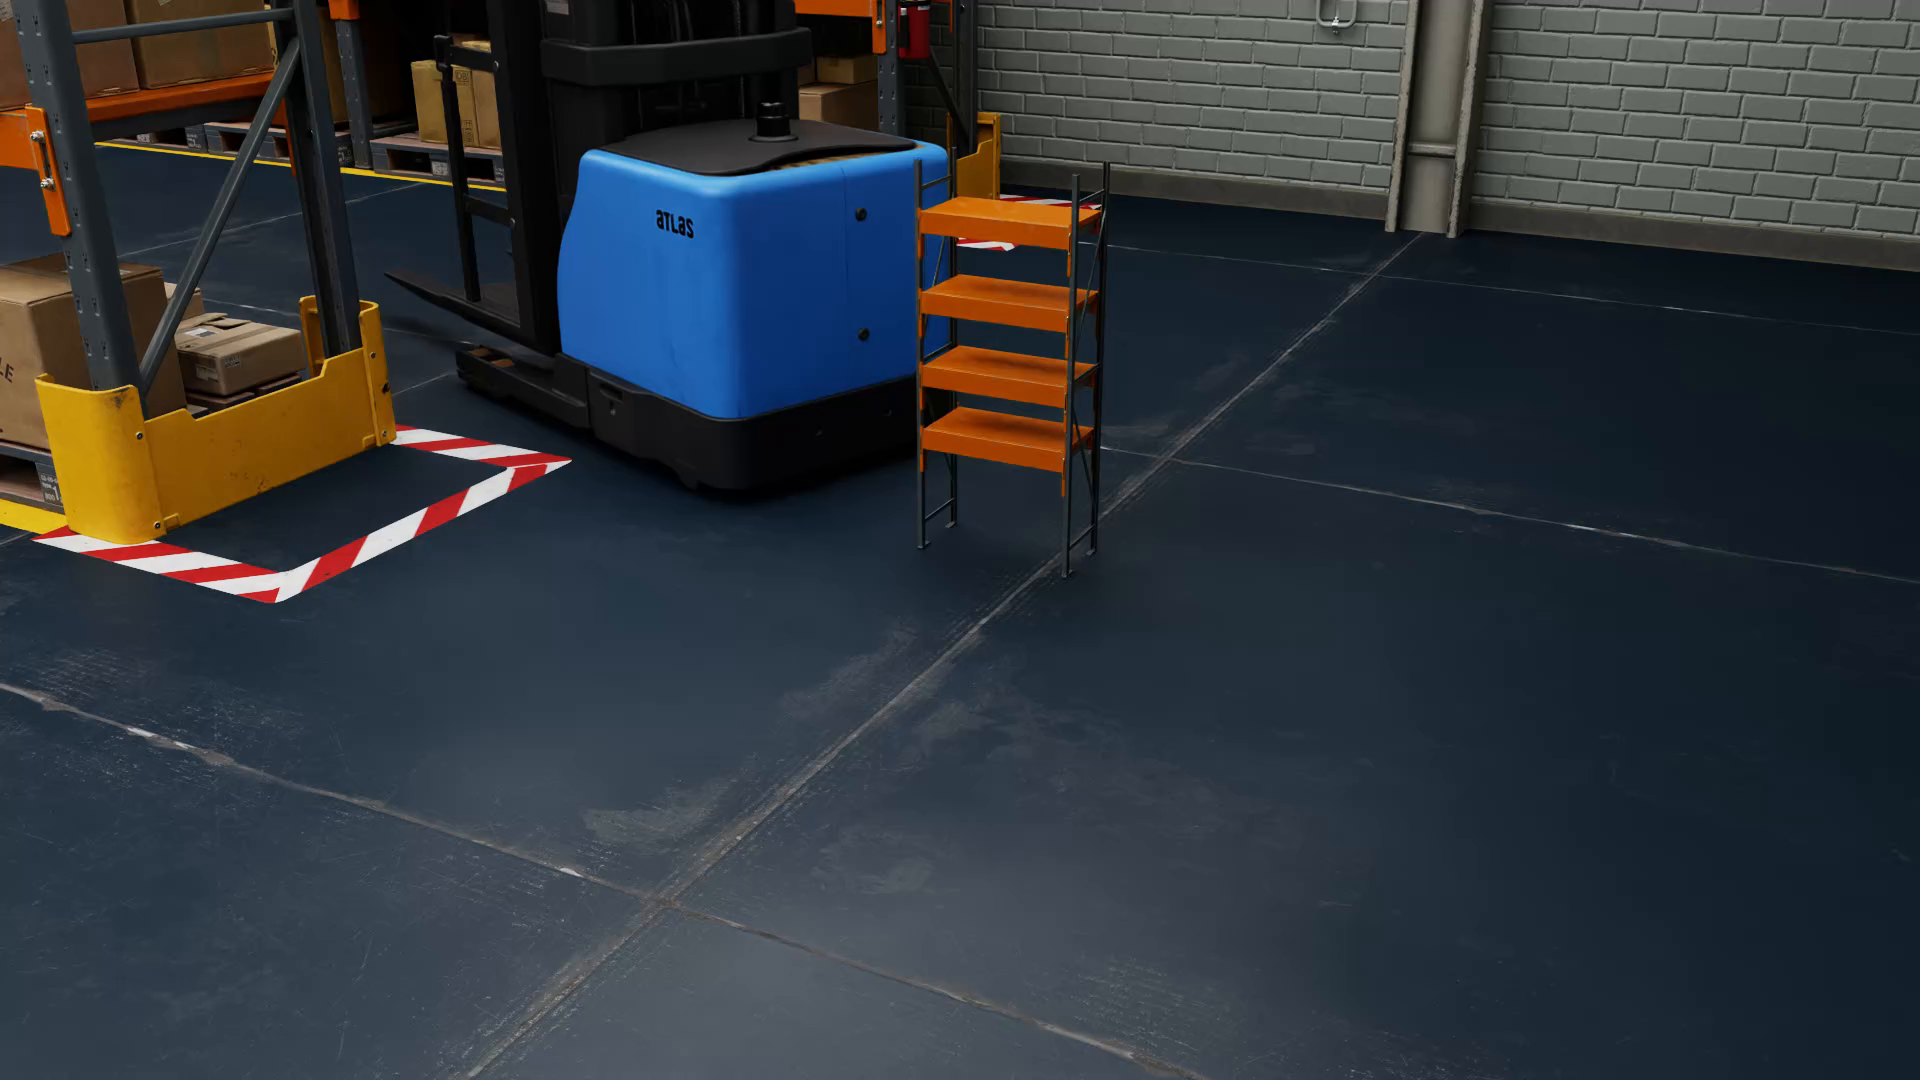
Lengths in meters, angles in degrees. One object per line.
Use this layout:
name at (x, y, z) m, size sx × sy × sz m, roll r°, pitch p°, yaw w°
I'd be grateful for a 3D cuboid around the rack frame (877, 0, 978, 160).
rack frame at (-0.172, -3.307, 9.194) m, size 0.127 × 3.000 × 1.000 m, roll 11°, pitch 25°, yaw 25°

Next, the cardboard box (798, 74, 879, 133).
cardboard box at (-0.842, -2.439, 9.809) m, size 0.500 × 0.500 × 0.700 m, roll 11°, pitch 25°, yaw 25°

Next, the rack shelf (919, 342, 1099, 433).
rack shelf at (0.148, -0.461, 4.973) m, size 0.480 × 0.148 × 0.258 m, roll 11°, pitch 25°, yaw 25°

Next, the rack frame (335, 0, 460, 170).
rack frame at (-3.742, -4.014, 10.855) m, size 0.127 × 3.000 × 1.000 m, roll 11°, pitch 25°, yaw 25°

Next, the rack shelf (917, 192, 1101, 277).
rack shelf at (0.148, -0.885, 4.793) m, size 0.480 × 0.148 × 0.258 m, roll 11°, pitch 25°, yaw 25°

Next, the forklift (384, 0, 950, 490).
forklift at (-1.367, -2.010, 6.231) m, size 1.130 × 2.935 × 3.031 m, roll -19°, pitch 30°, yaw -38°

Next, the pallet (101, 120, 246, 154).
pallet at (-5.557, -3.055, 12.164) m, size 1.213 × 0.211 × 1.003 m, roll 11°, pitch 25°, yaw 25°

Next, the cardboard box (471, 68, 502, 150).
cardboard box at (-2.674, -2.799, 10.656) m, size 0.500 × 0.500 × 0.700 m, roll 11°, pitch 25°, yaw 24°

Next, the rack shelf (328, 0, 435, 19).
rack shelf at (-5.527, -4.036, 11.826) m, size 4.000 × 0.370 × 1.077 m, roll 11°, pitch 25°, yaw 25°

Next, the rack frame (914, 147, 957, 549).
rack frame at (-0.070, -0.566, 5.048) m, size 0.015 × 1.200 × 0.240 m, roll 11°, pitch 25°, yaw 25°

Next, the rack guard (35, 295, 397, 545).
rack guard at (-2.472, -0.440, 5.645) m, size 0.348 × 0.500 × 1.175 m, roll 11°, pitch 25°, yaw 25°

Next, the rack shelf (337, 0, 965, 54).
rack shelf at (-1.957, -3.329, 10.165) m, size 4.000 × 0.370 × 1.077 m, roll 11°, pitch 25°, yaw 25°

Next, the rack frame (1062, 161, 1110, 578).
rack frame at (0.365, -0.480, 4.845) m, size 0.015 × 1.200 × 0.240 m, roll 11°, pitch 25°, yaw 25°

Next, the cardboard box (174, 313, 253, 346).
cardboard box at (-2.845, -0.713, 6.152) m, size 0.250 × 0.166 × 0.380 m, roll 11°, pitch 25°, yaw 25°

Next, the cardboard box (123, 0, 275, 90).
cardboard box at (-2.681, -1.793, 5.505) m, size 0.500 × 0.500 × 0.500 m, roll 12°, pitch 26°, yaw 26°

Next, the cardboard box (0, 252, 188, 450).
cardboard box at (-3.000, -0.639, 5.551) m, size 0.500 × 0.500 × 0.500 m, roll 11°, pitch 25°, yaw 25°

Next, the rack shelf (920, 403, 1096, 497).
rack shelf at (0.148, -0.278, 5.050) m, size 0.480 × 0.148 × 0.258 m, roll 11°, pitch 25°, yaw 25°

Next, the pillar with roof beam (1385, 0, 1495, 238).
pillar with roof beam at (0.685, -4.390, 4.074) m, size 0.400 × 9.000 × 9.100 m, roll 11°, pitch 25°, yaw 25°

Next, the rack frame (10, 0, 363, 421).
rack frame at (-2.404, -1.577, 5.124) m, size 0.127 × 3.000 × 1.000 m, roll 11°, pitch 25°, yaw 25°

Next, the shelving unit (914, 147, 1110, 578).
shelving unit at (0.148, -0.523, 4.946) m, size 0.503 × 1.200 × 0.258 m, roll 11°, pitch 25°, yaw 25°

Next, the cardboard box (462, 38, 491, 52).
cardboard box at (-2.897, -3.063, 10.448) m, size 0.250 × 0.149 × 0.380 m, roll 12°, pitch 26°, yaw 26°

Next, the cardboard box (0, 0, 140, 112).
cardboard box at (-2.926, -1.607, 5.067) m, size 0.500 × 0.500 × 0.500 m, roll 12°, pitch 26°, yaw 26°

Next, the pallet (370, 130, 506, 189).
pallet at (-3.098, -2.569, 11.021) m, size 1.213 × 0.211 × 1.003 m, roll 11°, pitch 25°, yaw 25°

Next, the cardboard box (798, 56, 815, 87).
cardboard box at (-1.039, -2.696, 9.586) m, size 0.250 × 0.149 × 0.380 m, roll 11°, pitch 25°, yaw 24°

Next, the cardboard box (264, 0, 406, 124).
cardboard box at (-4.380, -3.287, 11.356) m, size 0.750 × 0.750 × 0.750 m, roll 12°, pitch 26°, yaw 25°

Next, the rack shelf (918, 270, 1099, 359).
rack shelf at (0.148, -0.667, 4.885) m, size 0.480 × 0.148 × 0.258 m, roll 11°, pitch 25°, yaw 25°

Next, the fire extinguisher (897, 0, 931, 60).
fire extinguisher at (-0.246, -2.912, 8.840) m, size 0.183 × 0.674 × 0.296 m, roll 11°, pitch 25°, yaw 25°

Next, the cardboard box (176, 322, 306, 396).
cardboard box at (-2.622, -0.661, 6.052) m, size 0.250 × 0.149 × 0.380 m, roll 11°, pitch 25°, yaw 25°

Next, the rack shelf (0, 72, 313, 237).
rack shelf at (-4.189, -1.599, 6.095) m, size 4.000 × 0.370 × 1.077 m, roll 11°, pitch 25°, yaw 25°

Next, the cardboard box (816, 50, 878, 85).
cardboard box at (-0.640, -2.785, 9.795) m, size 0.250 × 0.149 × 0.380 m, roll 11°, pitch 26°, yaw 25°

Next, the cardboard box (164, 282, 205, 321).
cardboard box at (-3.207, -0.797, 6.243) m, size 0.500 × 0.250 × 0.500 m, roll 11°, pitch 25°, yaw 25°

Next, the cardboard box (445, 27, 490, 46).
cardboard box at (-3.160, -3.282, 10.963) m, size 0.250 × 0.149 × 0.380 m, roll 11°, pitch 25°, yaw 24°

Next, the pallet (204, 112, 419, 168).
pallet at (-4.464, -2.840, 11.659) m, size 1.213 × 0.211 × 1.003 m, roll 11°, pitch 25°, yaw 25°

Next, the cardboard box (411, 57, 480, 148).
cardboard box at (-3.121, -2.889, 10.867) m, size 0.500 × 0.500 × 0.700 m, roll 12°, pitch 26°, yaw 25°

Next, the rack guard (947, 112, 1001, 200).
rack guard at (-0.151, -2.153, 9.673) m, size 0.348 × 0.500 × 1.175 m, roll 11°, pitch 25°, yaw 25°

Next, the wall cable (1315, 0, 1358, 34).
wall cable at (1.398, -3.879, 9.240) m, size 1.851 × 1.984 × 0.084 m, roll 11°, pitch 25°, yaw 25°

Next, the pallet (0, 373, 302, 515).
pallet at (-3.183, -0.447, 6.032) m, size 1.213 × 0.211 × 1.003 m, roll 11°, pitch 25°, yaw 25°
